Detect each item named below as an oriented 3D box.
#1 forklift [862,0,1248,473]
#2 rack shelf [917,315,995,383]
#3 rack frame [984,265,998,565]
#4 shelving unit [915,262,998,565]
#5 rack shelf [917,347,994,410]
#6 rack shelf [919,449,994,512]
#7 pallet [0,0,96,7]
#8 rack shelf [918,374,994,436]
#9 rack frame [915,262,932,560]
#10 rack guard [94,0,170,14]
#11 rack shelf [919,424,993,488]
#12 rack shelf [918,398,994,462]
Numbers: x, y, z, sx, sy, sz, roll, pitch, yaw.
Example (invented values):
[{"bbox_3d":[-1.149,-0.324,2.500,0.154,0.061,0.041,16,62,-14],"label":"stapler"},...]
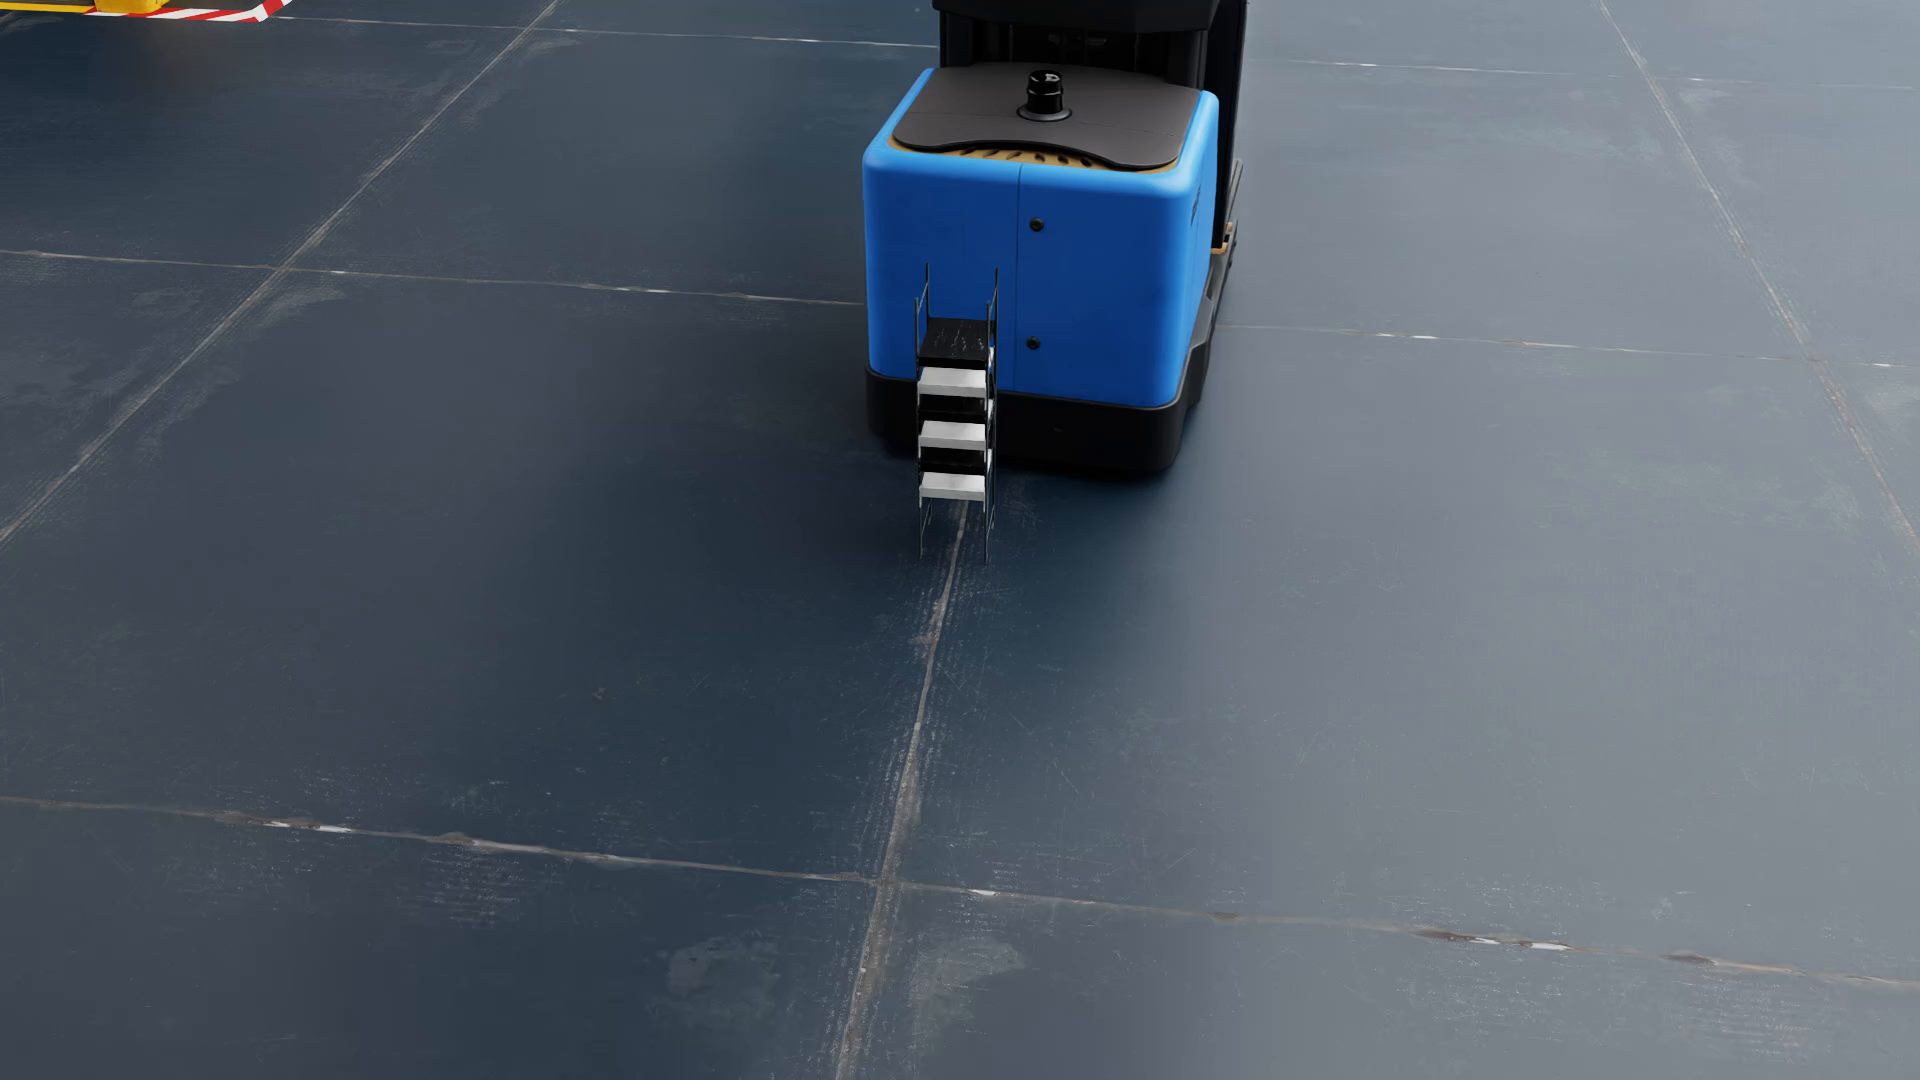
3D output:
[{"bbox_3d":[0.524,-2.268,5.904,1.130,2.935,3.031,8,36,11],"label":"forklift"},{"bbox_3d":[-0.008,-0.560,4.852,0.200,0.077,0.258,4,36,6],"label":"rack shelf"},{"bbox_3d":[0.093,-0.359,4.979,0.006,0.900,0.240,4,36,6],"label":"rack frame"},{"bbox_3d":[-0.008,-0.367,4.989,0.210,0.900,0.258,4,36,6],"label":"shelving unit"},{"bbox_3d":[-0.008,-0.486,4.904,0.200,0.077,0.258,4,36,6],"label":"rack shelf"},{"bbox_3d":[-0.008,-0.193,5.113,0.200,0.077,0.258,4,36,6],"label":"rack shelf"},{"bbox_3d":[-5.494,-3.476,9.938,1.213,0.211,1.003,4,36,6],"label":"pallet"},{"bbox_3d":[-0.008,-0.413,4.957,0.200,0.077,0.258,4,36,6],"label":"rack shelf"},{"bbox_3d":[-0.109,-0.374,5.000,0.006,0.900,0.240,4,36,6],"label":"rack frame"},{"bbox_3d":[-4.689,-3.530,9.766,0.348,0.500,1.175,4,36,6],"label":"rack guard"},{"bbox_3d":[-0.008,-0.267,5.061,0.200,0.077,0.258,4,36,6],"label":"rack shelf"},{"bbox_3d":[-0.008,-0.340,5.009,0.200,0.077,0.258,4,36,6],"label":"rack shelf"}]
